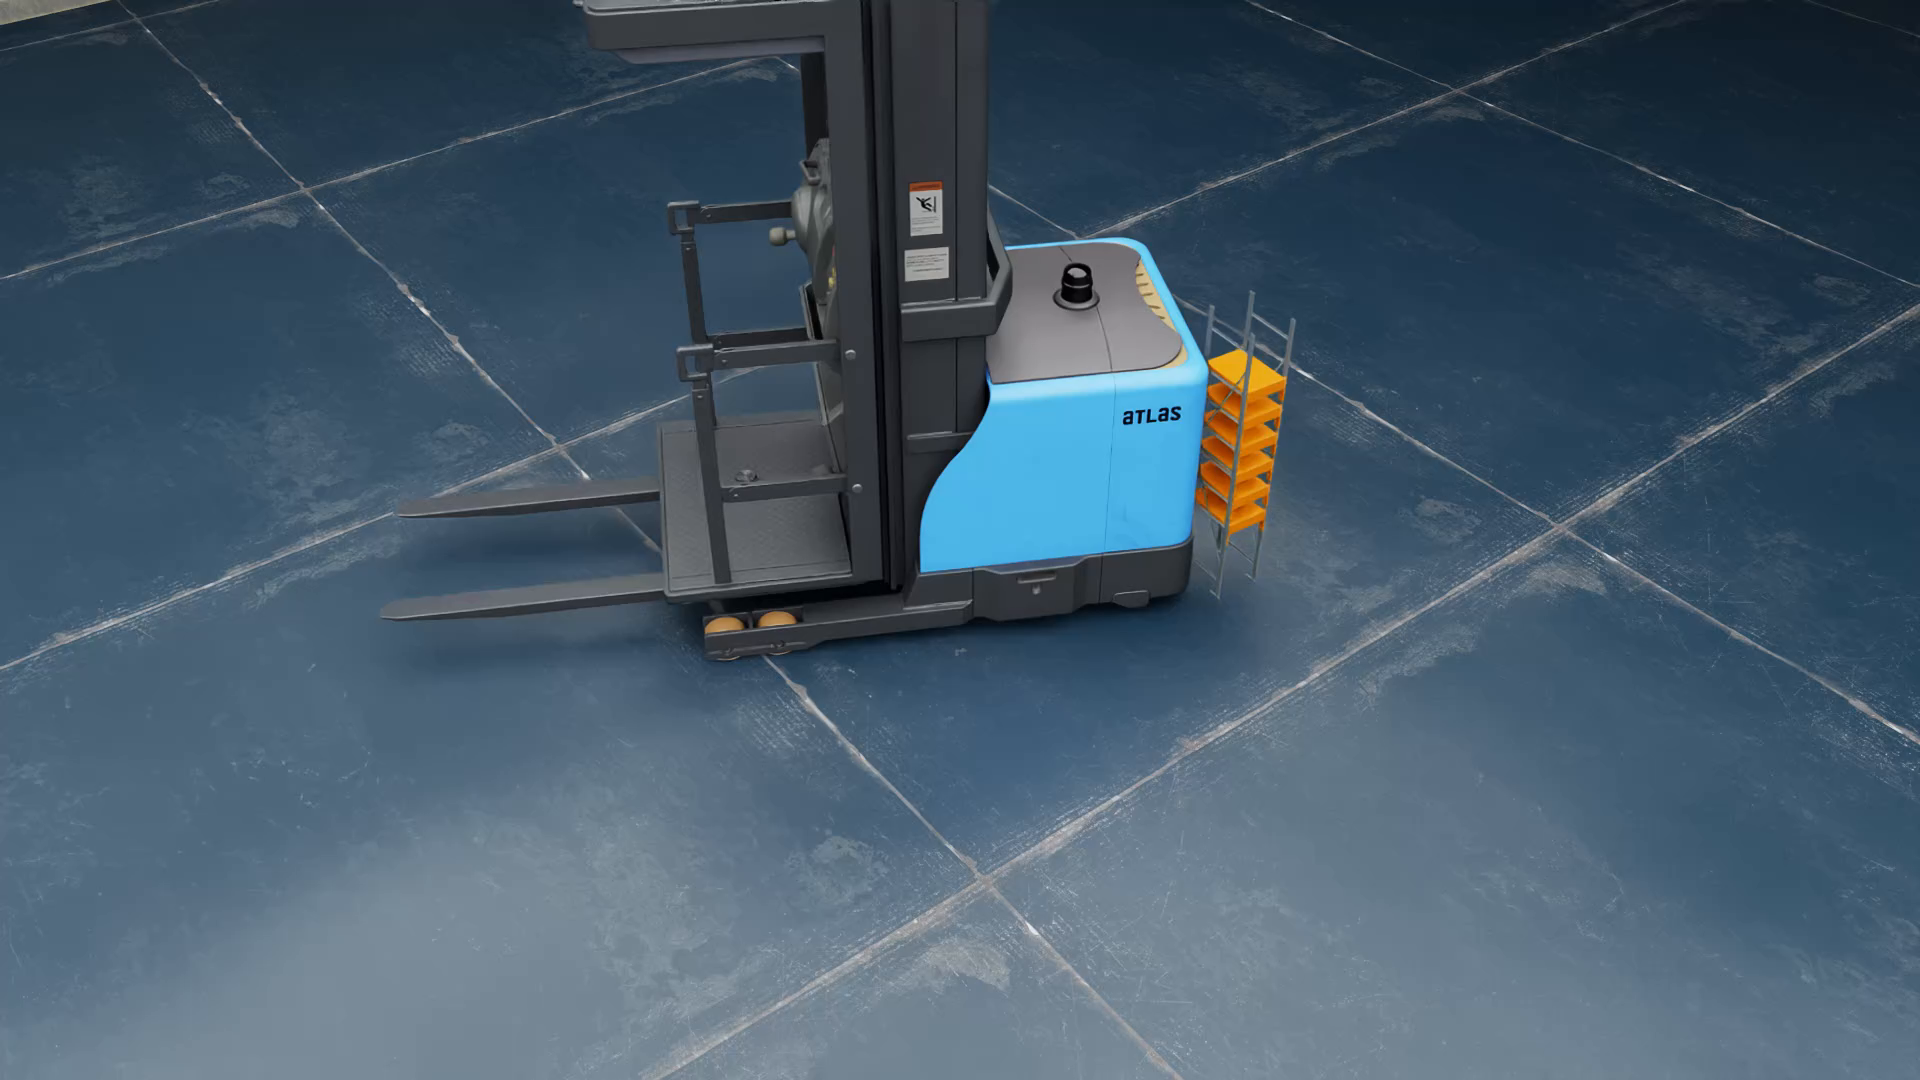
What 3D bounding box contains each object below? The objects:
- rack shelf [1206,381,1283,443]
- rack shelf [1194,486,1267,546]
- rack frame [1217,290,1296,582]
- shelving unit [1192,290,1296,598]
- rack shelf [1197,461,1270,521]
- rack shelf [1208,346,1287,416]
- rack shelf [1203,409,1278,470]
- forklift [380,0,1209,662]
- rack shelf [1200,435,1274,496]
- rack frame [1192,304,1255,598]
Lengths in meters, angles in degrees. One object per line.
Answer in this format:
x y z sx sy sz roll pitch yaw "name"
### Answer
1.024 -0.484 6.086 0.180 0.103 0.258 -21 44 -24 "rack shelf"
1.022 -0.113 6.389 0.180 0.103 0.258 -21 44 -24 "rack shelf"
1.101 -0.363 6.247 0.006 1.200 0.240 -21 44 -24 "rack frame"
1.023 -0.333 6.209 0.189 1.200 0.258 -21 44 -24 "shelving unit"
1.023 -0.206 6.313 0.180 0.103 0.258 -21 44 -24 "rack shelf"
1.025 -0.577 6.010 0.180 0.103 0.258 -21 44 -24 "rack shelf"
1.024 -0.392 6.161 0.180 0.103 0.258 -21 44 -24 "rack shelf"
-0.675 -1.041 5.708 3.031 2.935 1.130 -6 40 -8 "forklift"
1.023 -0.299 6.237 0.180 0.103 0.258 -21 44 -24 "rack shelf"
0.946 -0.303 6.172 0.006 1.200 0.240 -21 44 -24 "rack frame"
